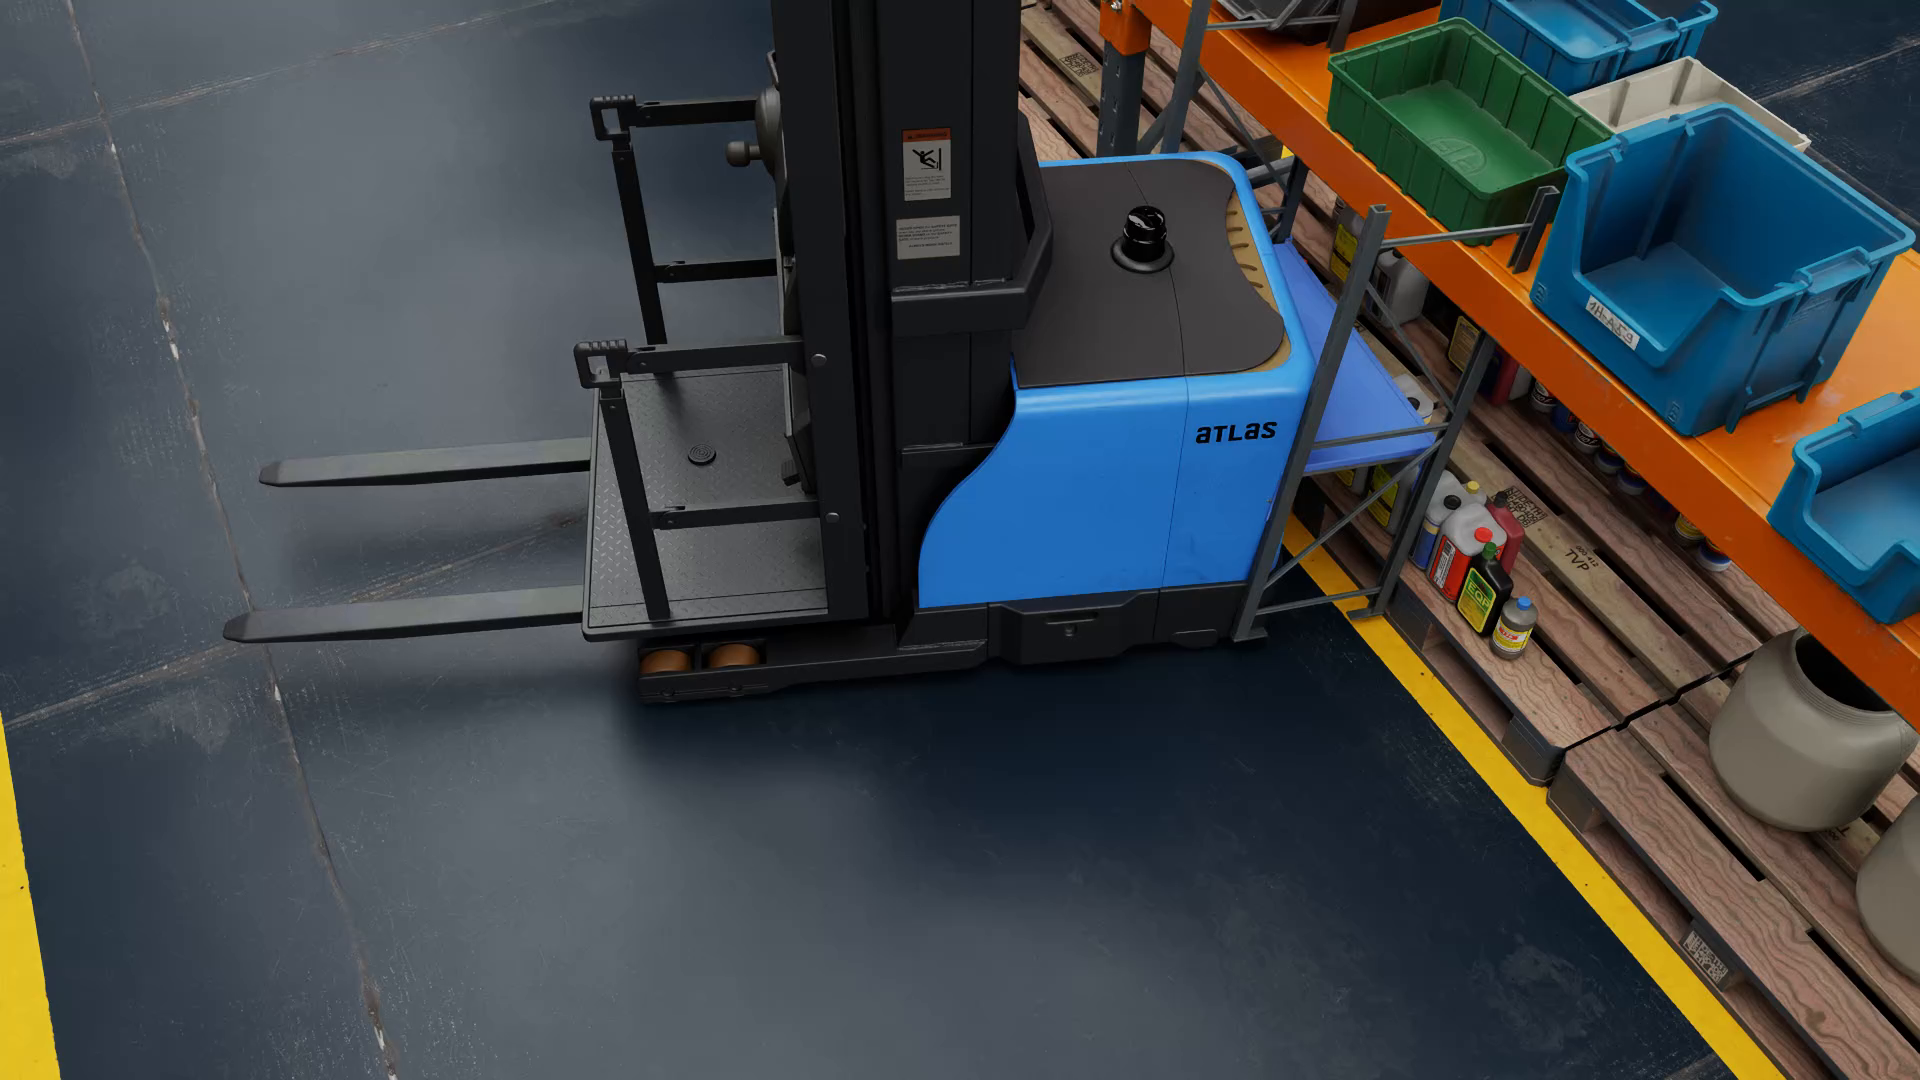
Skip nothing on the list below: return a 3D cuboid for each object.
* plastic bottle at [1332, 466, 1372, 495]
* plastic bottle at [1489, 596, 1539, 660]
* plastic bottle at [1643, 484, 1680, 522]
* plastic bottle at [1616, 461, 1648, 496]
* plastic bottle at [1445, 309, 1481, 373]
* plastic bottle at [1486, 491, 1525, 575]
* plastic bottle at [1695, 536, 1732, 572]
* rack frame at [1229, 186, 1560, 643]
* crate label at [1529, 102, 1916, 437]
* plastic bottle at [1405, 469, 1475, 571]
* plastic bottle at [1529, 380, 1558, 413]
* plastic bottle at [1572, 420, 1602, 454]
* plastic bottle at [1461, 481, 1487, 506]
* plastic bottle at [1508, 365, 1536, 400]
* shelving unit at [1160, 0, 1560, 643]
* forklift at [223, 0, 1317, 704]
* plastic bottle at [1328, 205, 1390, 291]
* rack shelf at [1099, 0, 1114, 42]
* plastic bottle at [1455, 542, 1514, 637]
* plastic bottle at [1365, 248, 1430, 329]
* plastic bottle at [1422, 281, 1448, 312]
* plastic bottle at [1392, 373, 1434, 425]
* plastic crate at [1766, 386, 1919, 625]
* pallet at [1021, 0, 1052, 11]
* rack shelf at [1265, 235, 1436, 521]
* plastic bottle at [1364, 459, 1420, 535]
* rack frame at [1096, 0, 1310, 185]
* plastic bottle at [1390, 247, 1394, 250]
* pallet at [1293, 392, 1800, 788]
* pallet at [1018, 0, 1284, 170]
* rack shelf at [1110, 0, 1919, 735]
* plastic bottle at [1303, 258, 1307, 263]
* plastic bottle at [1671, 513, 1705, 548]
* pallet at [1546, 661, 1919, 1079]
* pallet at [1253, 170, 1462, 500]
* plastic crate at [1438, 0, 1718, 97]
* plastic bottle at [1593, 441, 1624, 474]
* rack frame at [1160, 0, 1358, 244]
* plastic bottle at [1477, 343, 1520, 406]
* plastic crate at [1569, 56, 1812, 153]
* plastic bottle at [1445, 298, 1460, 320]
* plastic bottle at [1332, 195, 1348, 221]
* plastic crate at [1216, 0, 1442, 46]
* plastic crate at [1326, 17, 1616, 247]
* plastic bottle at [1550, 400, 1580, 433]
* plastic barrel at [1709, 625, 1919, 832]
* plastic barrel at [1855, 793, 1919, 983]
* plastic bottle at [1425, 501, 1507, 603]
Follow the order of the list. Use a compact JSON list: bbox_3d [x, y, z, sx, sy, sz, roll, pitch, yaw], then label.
[{"bbox_3d":[1.224,-0.321,5.005,0.144,0.351,0.185,-22,52,-18],"label":"plastic bottle"},{"bbox_3d":[1.543,0.234,4.620,0.097,0.201,0.097,0,49,0],"label":"plastic bottle"},{"bbox_3d":[2.134,-0.194,4.939,0.061,0.283,0.133,-20,52,-17],"label":"plastic bottle"},{"bbox_3d":[2.064,-0.261,5.006,0.097,0.271,0.097,0,49,0],"label":"plastic bottle"},{"bbox_3d":[1.650,-0.663,5.350,0.061,0.283,0.133,-21,52,-18],"label":"plastic bottle"},{"bbox_3d":[1.547,-0.009,4.777,0.061,0.283,0.133,-21,52,-18],"label":"plastic bottle"},{"bbox_3d":[2.221,-0.032,4.806,0.097,0.271,0.097,0,49,0],"label":"plastic bottle"},{"bbox_3d":[1.107,-0.272,4.412,0.500,1.500,0.032,-9,48,-16],"label":"rack frame"},{"bbox_3d":[1.691,-0.615,3.772,0.502,0.435,0.616,-21,52,-18],"label":"crate label"},{"bbox_3d":[1.389,-0.062,4.829,0.152,0.276,0.135,-23,53,-19],"label":"plastic bottle"},{"bbox_3d":[1.879,-0.509,5.269,0.097,0.201,0.097,0,49,0],"label":"plastic bottle"},{"bbox_3d":[1.973,-0.372,5.149,0.097,0.201,0.097,0,49,0],"label":"plastic bottle"},{"bbox_3d":[1.491,-0.093,4.905,0.097,0.201,0.097,0,49,0],"label":"plastic bottle"},{"bbox_3d":[1.801,-0.603,5.302,0.152,0.276,0.135,-20,52,-17],"label":"plastic bottle"},{"bbox_3d":[0.952,-0.628,4.741,0.538,1.500,1.048,-9,48,-16],"label":"shelving unit"},{"bbox_3d":[-0.621,-0.914,4.102,3.031,2.935,1.130,-5,49,-4],"label":"forklift"},{"bbox_3d":[1.366,-1.033,5.628,0.144,0.351,0.185,-21,52,-18],"label":"plastic bottle"},{"bbox_3d":[0.028,-3.243,6.572,1.077,0.370,4.000,-21,52,-18],"label":"rack shelf"},{"bbox_3d":[1.474,0.135,4.652,0.061,0.283,0.133,-20,52,-17],"label":"plastic bottle"},{"bbox_3d":[1.462,-0.862,5.528,0.152,0.276,0.135,-21,52,-18],"label":"plastic bottle"},{"bbox_3d":[1.582,-0.954,5.559,0.144,0.351,0.185,-24,53,-19],"label":"plastic bottle"},{"bbox_3d":[1.345,-0.364,5.093,0.152,0.276,0.135,-21,52,-18],"label":"plastic bottle"},{"bbox_3d":[1.986,-0.084,3.430,0.499,0.251,0.408,-21,52,-18],"label":"plastic crate"},{"bbox_3d":[-0.013,-2.554,7.343,1.003,0.211,1.213,-21,52,-18],"label":"pallet"},{"bbox_3d":[0.934,-0.502,4.868,0.538,0.185,1.000,-9,48,-16],"label":"rack shelf"},{"bbox_3d":[1.309,-0.196,4.896,0.144,0.351,0.185,-19,52,-16],"label":"plastic bottle"},{"bbox_3d":[0.943,-2.142,5.130,1.000,3.000,0.127,-21,52,-18],"label":"rack frame"},{"bbox_3d":[1.494,-1.083,5.672,0.144,0.351,0.185,-22,53,-18],"label":"plastic bottle"},{"bbox_3d":[1.776,0.058,5.059,1.003,0.211,1.213,-21,52,-18],"label":"pallet"},{"bbox_3d":[0.549,-1.736,6.628,1.003,0.211,1.213,-21,52,-18],"label":"pallet"},{"bbox_3d":[1.858,-0.566,4.230,1.077,0.370,4.000,-21,52,-18],"label":"rack shelf"},{"bbox_3d":[1.072,-0.781,5.408,0.144,0.351,0.185,-21,52,-18],"label":"plastic bottle"},{"bbox_3d":[2.174,-0.078,4.892,0.097,0.201,0.097,0,49,0],"label":"plastic bottle"},{"bbox_3d":[2.330,0.873,4.346,1.003,0.211,1.213,-21,52,-18],"label":"pallet"},{"bbox_3d":[1.213,-0.760,5.774,1.003,0.211,1.213,-21,52,-18],"label":"pallet"},{"bbox_3d":[1.691,-1.446,4.620,0.499,0.251,0.616,-21,52,-18],"label":"plastic crate"},{"bbox_3d":[2.018,-0.328,5.065,0.097,0.271,0.097,0,49,0],"label":"plastic bottle"},{"bbox_3d":[0.797,-0.984,5.069,0.500,1.500,0.032,-9,48,-16],"label":"rack frame"},{"bbox_3d":[1.706,-0.569,5.267,0.061,0.283,0.133,-21,52,-18],"label":"plastic bottle"},{"bbox_3d":[1.911,-1.055,4.356,0.530,0.136,0.437,-21,52,-18],"label":"plastic crate"},{"bbox_3d":[1.693,-0.837,5.502,0.061,0.283,0.133,-18,51,-15],"label":"plastic bottle"},{"bbox_3d":[1.386,-1.230,5.900,0.097,0.201,0.097,0,49,0],"label":"plastic bottle"},{"bbox_3d":[1.070,-1.727,4.809,0.767,0.338,0.504,-21,52,-18],"label":"plastic crate"},{"bbox_3d":[1.313,-1.066,4.331,0.450,0.188,0.662,-21,52,-18],"label":"plastic crate"},{"bbox_3d":[1.926,-0.464,5.183,0.097,0.271,0.097,0,49,0],"label":"plastic bottle"},{"bbox_3d":[2.175,0.467,4.223,0.421,0.512,0.421,0,49,0],"label":"plastic barrel"},{"bbox_3d":[2.404,0.802,3.930,0.421,0.512,0.421,0,49,0],"label":"plastic barrel"},{"bbox_3d":[1.452,0.031,4.747,0.152,0.276,0.135,-21,52,-17],"label":"plastic bottle"}]
